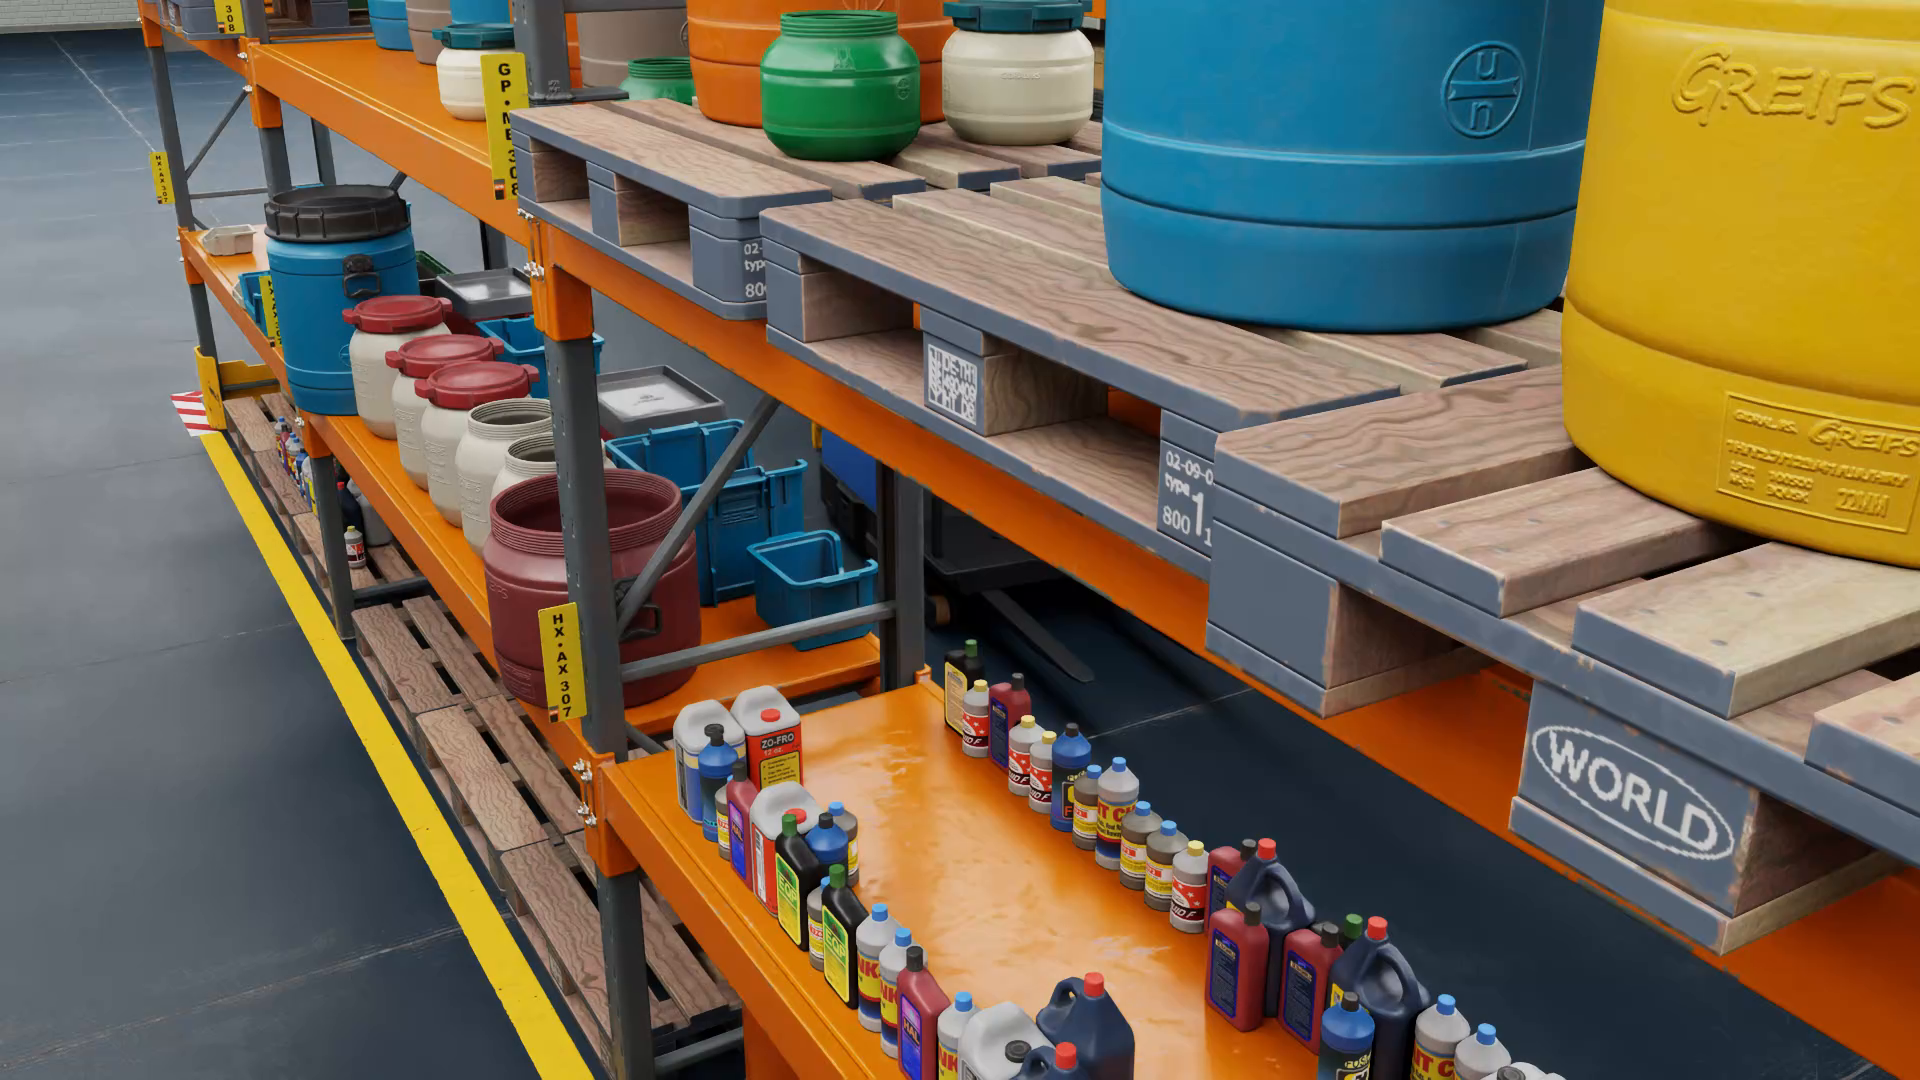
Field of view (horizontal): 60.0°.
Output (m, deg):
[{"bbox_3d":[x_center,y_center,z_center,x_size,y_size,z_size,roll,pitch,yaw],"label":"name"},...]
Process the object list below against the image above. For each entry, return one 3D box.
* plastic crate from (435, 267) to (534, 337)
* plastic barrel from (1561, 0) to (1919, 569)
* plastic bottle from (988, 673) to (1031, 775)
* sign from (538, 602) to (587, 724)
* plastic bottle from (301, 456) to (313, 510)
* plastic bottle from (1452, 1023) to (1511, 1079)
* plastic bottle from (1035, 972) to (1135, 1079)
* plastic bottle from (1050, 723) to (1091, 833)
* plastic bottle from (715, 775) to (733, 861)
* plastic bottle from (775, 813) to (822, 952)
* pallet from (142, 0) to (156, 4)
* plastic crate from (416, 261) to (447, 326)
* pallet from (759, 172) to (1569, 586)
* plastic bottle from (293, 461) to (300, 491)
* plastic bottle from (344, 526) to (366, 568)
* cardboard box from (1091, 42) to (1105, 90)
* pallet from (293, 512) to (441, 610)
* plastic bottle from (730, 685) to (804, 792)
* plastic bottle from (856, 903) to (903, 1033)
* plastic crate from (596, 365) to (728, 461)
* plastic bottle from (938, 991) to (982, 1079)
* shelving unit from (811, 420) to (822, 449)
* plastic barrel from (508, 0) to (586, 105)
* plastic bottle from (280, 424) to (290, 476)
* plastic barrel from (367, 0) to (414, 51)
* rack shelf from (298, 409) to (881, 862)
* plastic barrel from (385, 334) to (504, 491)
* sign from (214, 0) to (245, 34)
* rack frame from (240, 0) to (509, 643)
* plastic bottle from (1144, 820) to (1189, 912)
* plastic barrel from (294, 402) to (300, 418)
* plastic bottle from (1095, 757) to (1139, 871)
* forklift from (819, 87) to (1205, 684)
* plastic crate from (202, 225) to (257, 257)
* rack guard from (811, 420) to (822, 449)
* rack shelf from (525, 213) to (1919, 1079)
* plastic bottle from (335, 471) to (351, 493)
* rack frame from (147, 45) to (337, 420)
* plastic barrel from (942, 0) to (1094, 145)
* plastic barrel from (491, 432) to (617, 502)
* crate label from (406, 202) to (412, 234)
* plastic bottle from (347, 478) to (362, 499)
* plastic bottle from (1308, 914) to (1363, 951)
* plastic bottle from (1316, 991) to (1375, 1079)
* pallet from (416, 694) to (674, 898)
[{"bbox_3d":[-2.095,-0.938,7.550,0.402,0.464,0.583,-13,25,-28],"label":"plastic crate"},{"bbox_3d":[0.840,-0.344,1.383,0.600,0.588,0.600,0,22,0],"label":"plastic barrel"},{"bbox_3d":[0.129,0.466,4.335,0.061,0.283,0.133,-13,25,-28],"label":"plastic bottle"},{"bbox_3d":[-1.032,0.321,4.321,0.100,0.325,0.005,-13,25,-28],"label":"sign"},{"bbox_3d":[-3.525,-0.321,9.151,0.152,0.276,0.135,-12,25,-27],"label":"plastic bottle"},{"bbox_3d":[0.945,1.002,3.032,0.097,0.271,0.097,0,22,0],"label":"plastic bottle"},{"bbox_3d":[0.230,0.942,3.075,0.144,0.351,0.185,-13,25,-28],"label":"plastic bottle"},{"bbox_3d":[0.272,0.576,4.082,0.097,0.271,0.097,0,22,0],"label":"plastic bottle"},{"bbox_3d":[-0.534,0.657,3.974,0.097,0.201,0.097,0,22,0],"label":"plastic bottle"},{"bbox_3d":[-0.353,0.747,3.645,0.061,0.283,0.133,-13,25,-28],"label":"plastic bottle"},{"bbox_3d":[-4.310,-3.316,9.754,1.003,0.211,1.213,-13,25,-28],"label":"pallet"},{"bbox_3d":[-2.764,-1.171,8.292,0.767,0.338,0.504,-13,25,-28],"label":"plastic crate"},{"bbox_3d":[0.415,-0.320,2.382,1.003,0.211,1.213,-13,25,-28],"label":"pallet"},{"bbox_3d":[-3.714,-0.386,9.410,0.097,0.201,0.097,0,22,0],"label":"plastic bottle"},{"bbox_3d":[-3.059,0.029,8.389,0.097,0.201,0.097,0,22,0],"label":"plastic bottle"},{"bbox_3d":[1.163,-2.911,10.633,0.700,0.500,0.500,-13,25,-28],"label":"cardboard box"},{"bbox_3d":[-2.913,0.060,8.883,1.003,0.211,1.213,-13,25,-28],"label":"pallet"},{"bbox_3d":[-0.488,0.519,4.215,0.152,0.276,0.135,-13,25,-28],"label":"plastic bottle"},{"bbox_3d":[-0.161,0.861,3.380,0.097,0.271,0.097,0,22,0],"label":"plastic bottle"},{"bbox_3d":[-1.125,-0.323,6.037,0.402,0.464,0.583,-13,25,-28],"label":"plastic crate"},{"bbox_3d":[0.007,0.967,3.119,0.097,0.271,0.097,0,22,0],"label":"plastic bottle"},{"bbox_3d":[-0.484,-1.170,10.199,0.587,1.500,1.083,-9,24,-22],"label":"shelving unit"},{"bbox_3d":[-1.129,-1.819,5.249,0.600,0.830,0.708,-13,25,-28],"label":"plastic barrel"},{"bbox_3d":[-3.891,-0.523,9.637,0.061,0.283,0.133,-12,25,-27],"label":"plastic bottle"},{"bbox_3d":[-2.159,-2.505,6.842,0.600,0.901,0.708,-13,25,-28],"label":"plastic barrel"},{"bbox_3d":[-1.584,-0.025,6.346,1.077,0.370,4.000,-13,25,-28],"label":"rack shelf"},{"bbox_3d":[-1.931,-0.480,6.328,0.433,0.535,0.433,0,22,0],"label":"plastic barrel"},{"bbox_3d":[-3.084,-2.298,6.985,0.100,0.325,0.005,-13,25,-28],"label":"sign"},{"bbox_3d":[-2.605,-1.006,7.803,1.000,3.000,0.127,-13,25,-28],"label":"rack frame"},{"bbox_3d":[0.471,0.734,3.785,0.097,0.201,0.097,0,22,0],"label":"plastic bottle"},{"bbox_3d":[-3.991,-0.982,10.491,0.421,0.512,0.421,0,22,0],"label":"plastic barrel"},{"bbox_3d":[0.371,0.639,3.927,0.097,0.271,0.097,0,22,0],"label":"plastic bottle"},{"bbox_3d":[0.236,-1.107,8.142,1.130,2.935,3.031,-9,24,-22],"label":"forklift"},{"bbox_3d":[-4.468,-1.827,10.173,0.298,0.136,0.250,-13,25,-28],"label":"plastic crate"},{"bbox_3d":[-0.681,-0.764,10.858,0.587,0.250,0.087,-9,24,-22],"label":"rack guard"},{"bbox_3d":[0.459,-0.120,2.595,1.077,0.370,4.000,-13,25,-28],"label":"rack shelf"},{"bbox_3d":[-3.280,-0.198,8.748,0.144,0.351,0.185,-14,26,-31],"label":"plastic bottle"},{"bbox_3d":[-4.649,-2.301,10.989,1.000,3.000,0.127,-13,25,-28],"label":"rack frame"},{"bbox_3d":[0.111,-0.912,3.215,0.301,0.262,0.301,0,22,0],"label":"plastic barrel"},{"bbox_3d":[-1.271,-0.055,5.315,0.421,0.512,0.421,0,22,0],"label":"plastic barrel"},{"bbox_3d":[-3.476,-1.774,9.644,0.502,0.435,0.616,-13,25,-28],"label":"crate label"},{"bbox_3d":[-3.166,-0.200,8.853,0.152,0.276,0.135,-13,25,-28],"label":"plastic bottle"},{"bbox_3d":[0.758,0.865,3.355,0.061,0.283,0.133,-13,25,-28],"label":"plastic bottle"},{"bbox_3d":[0.722,0.967,3.119,0.097,0.271,0.097,0,22,0],"label":"plastic bottle"},{"bbox_3d":[-1.544,0.928,6.748,1.003,0.211,1.213,-13,25,-28],"label":"pallet"}]
